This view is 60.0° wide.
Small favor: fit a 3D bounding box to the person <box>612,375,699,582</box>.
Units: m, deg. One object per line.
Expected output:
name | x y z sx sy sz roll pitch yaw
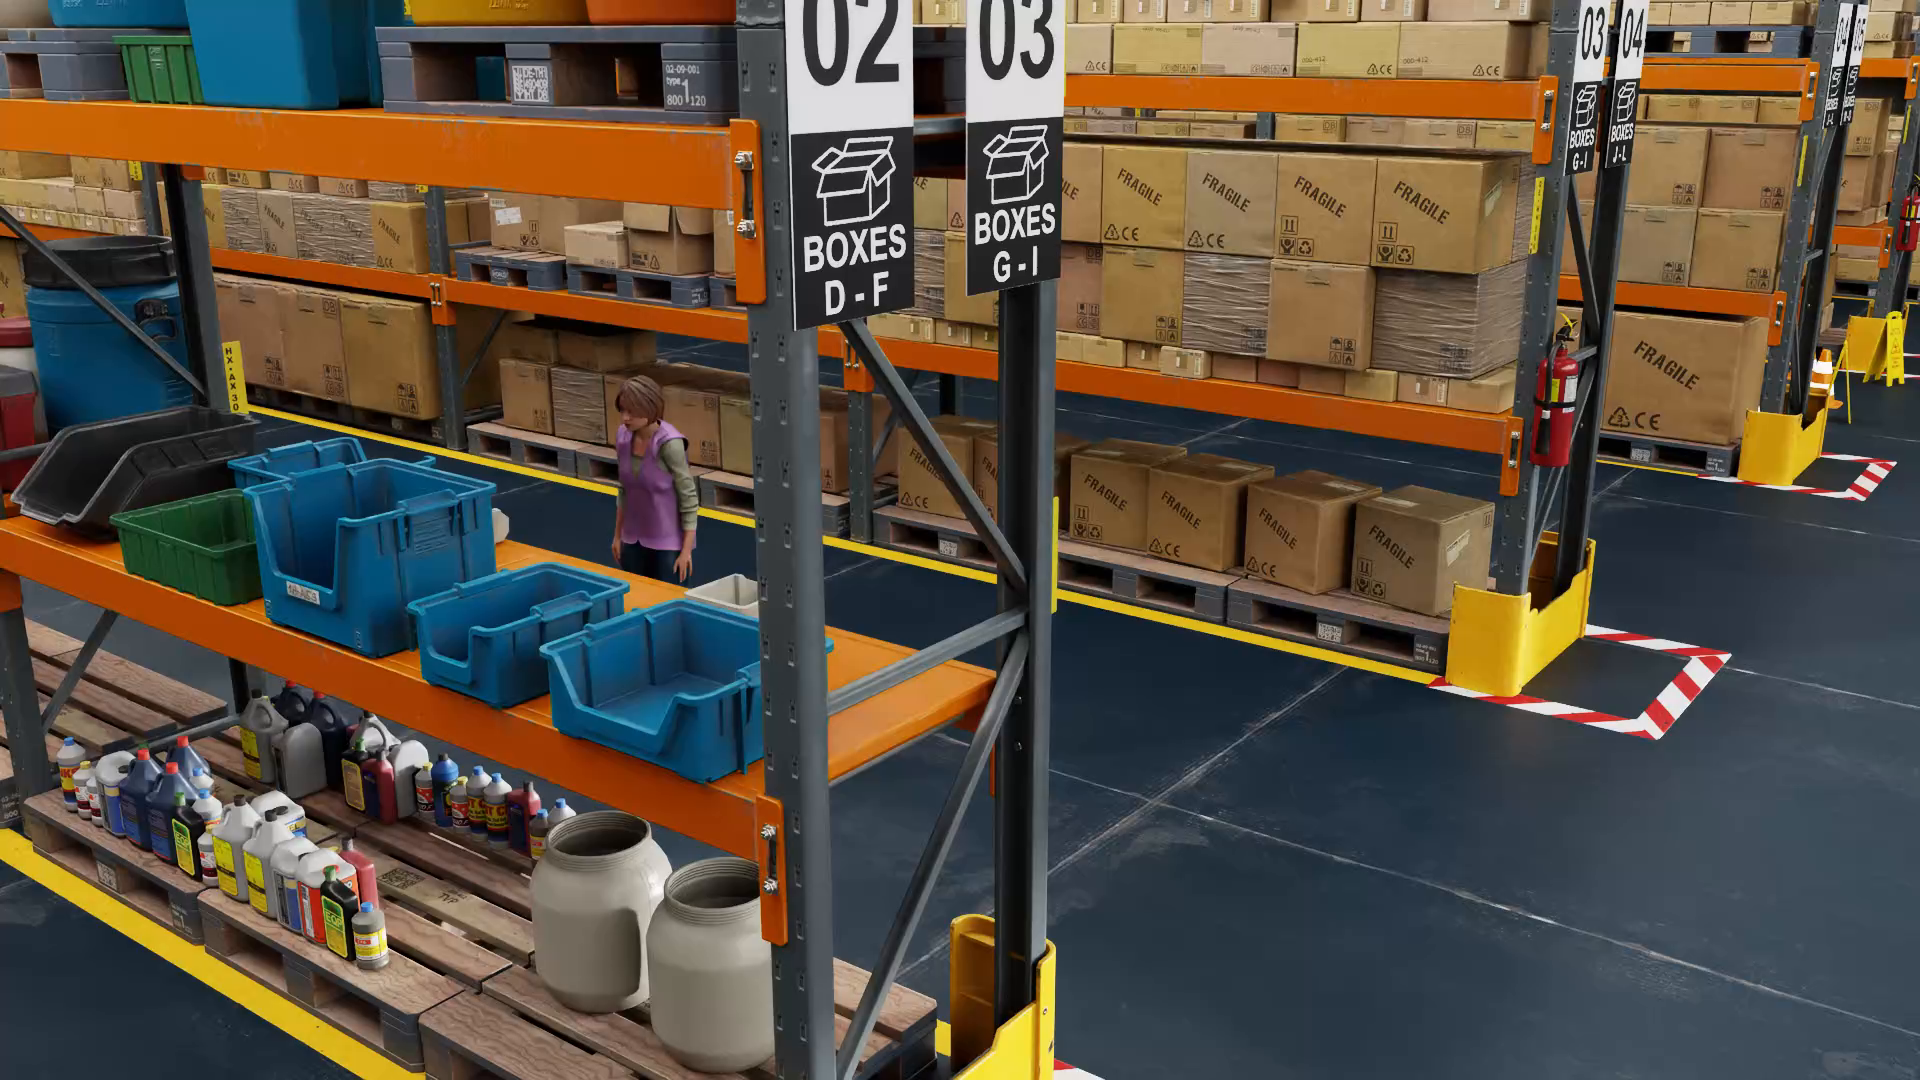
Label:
person | -1.373 0.041 7.429 0.474 1.590 0.329 11 20 32
